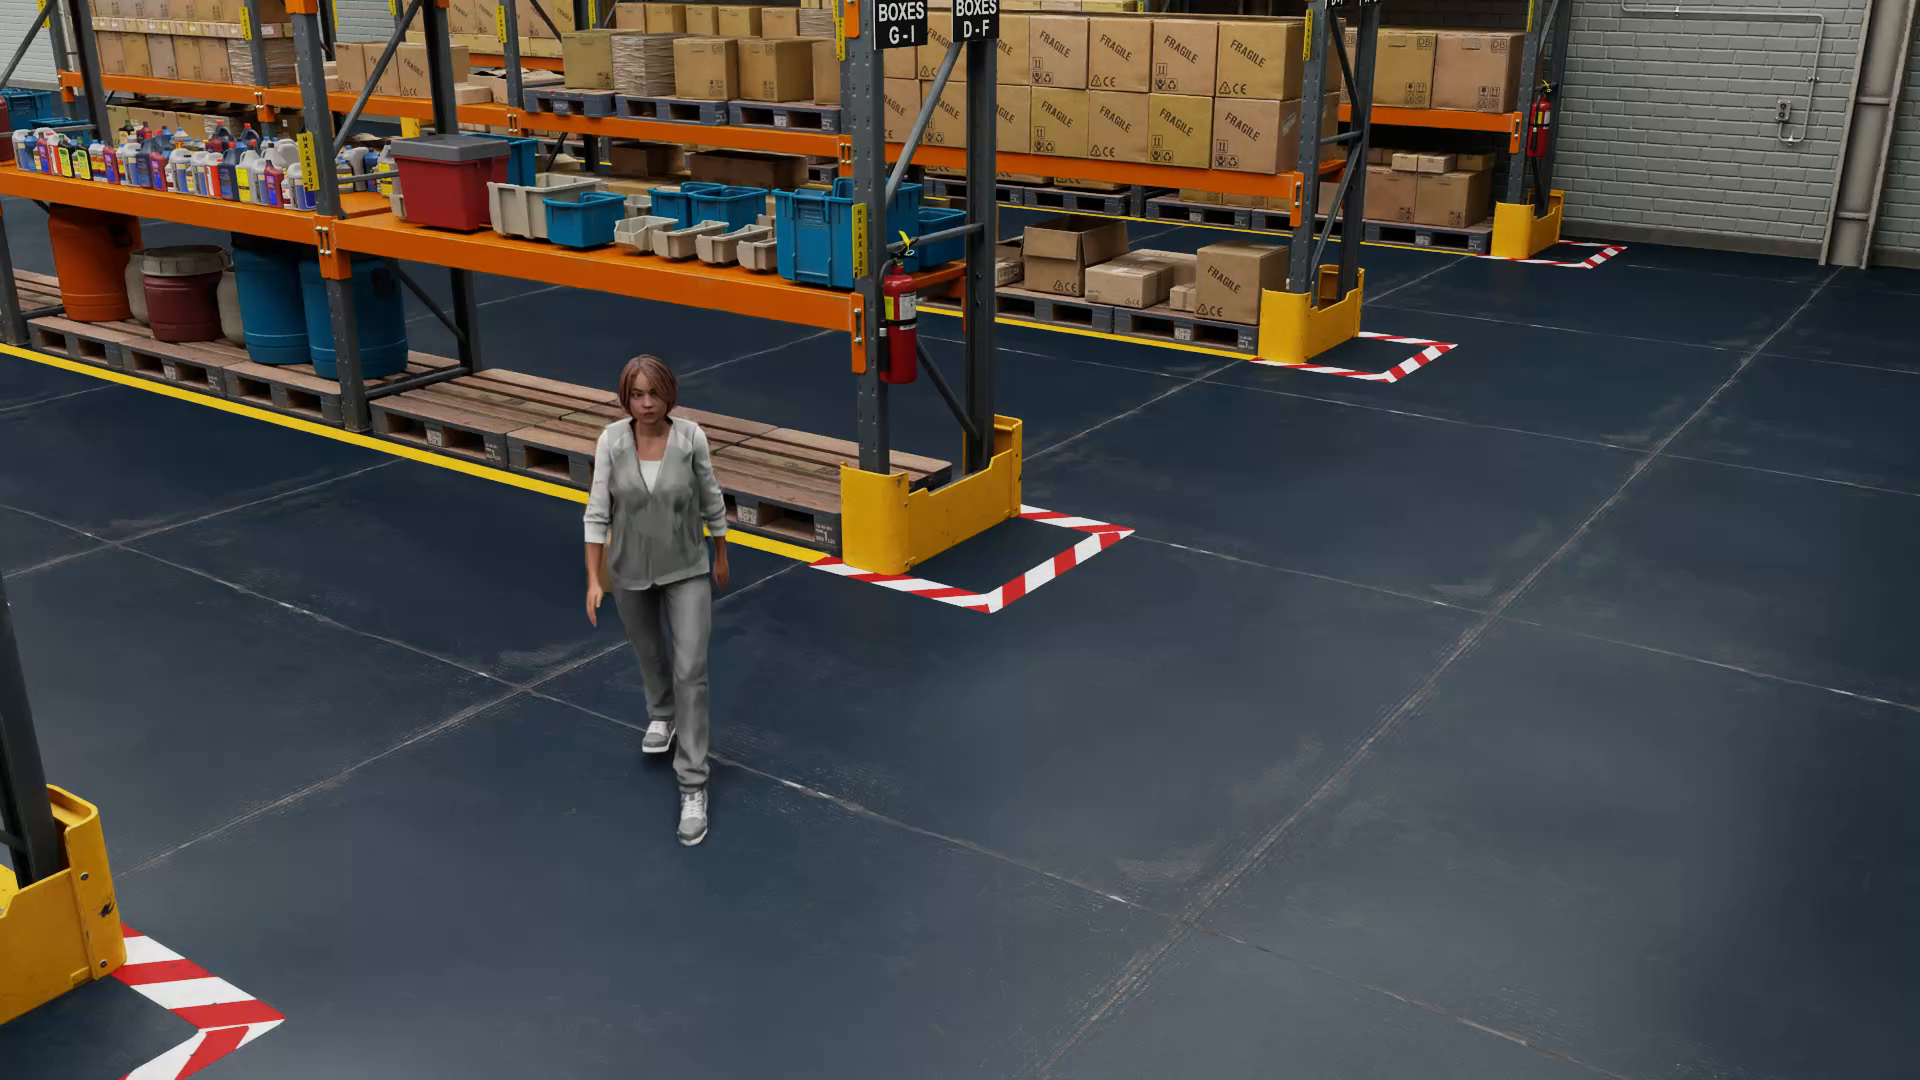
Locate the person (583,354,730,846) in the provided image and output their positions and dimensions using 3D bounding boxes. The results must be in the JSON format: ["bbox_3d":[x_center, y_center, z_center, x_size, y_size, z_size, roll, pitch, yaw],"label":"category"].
[{"bbox_3d":[-1.034,0.141,5.689,0.462,1.577,0.862,-1,20,-3],"label":"person"}]
